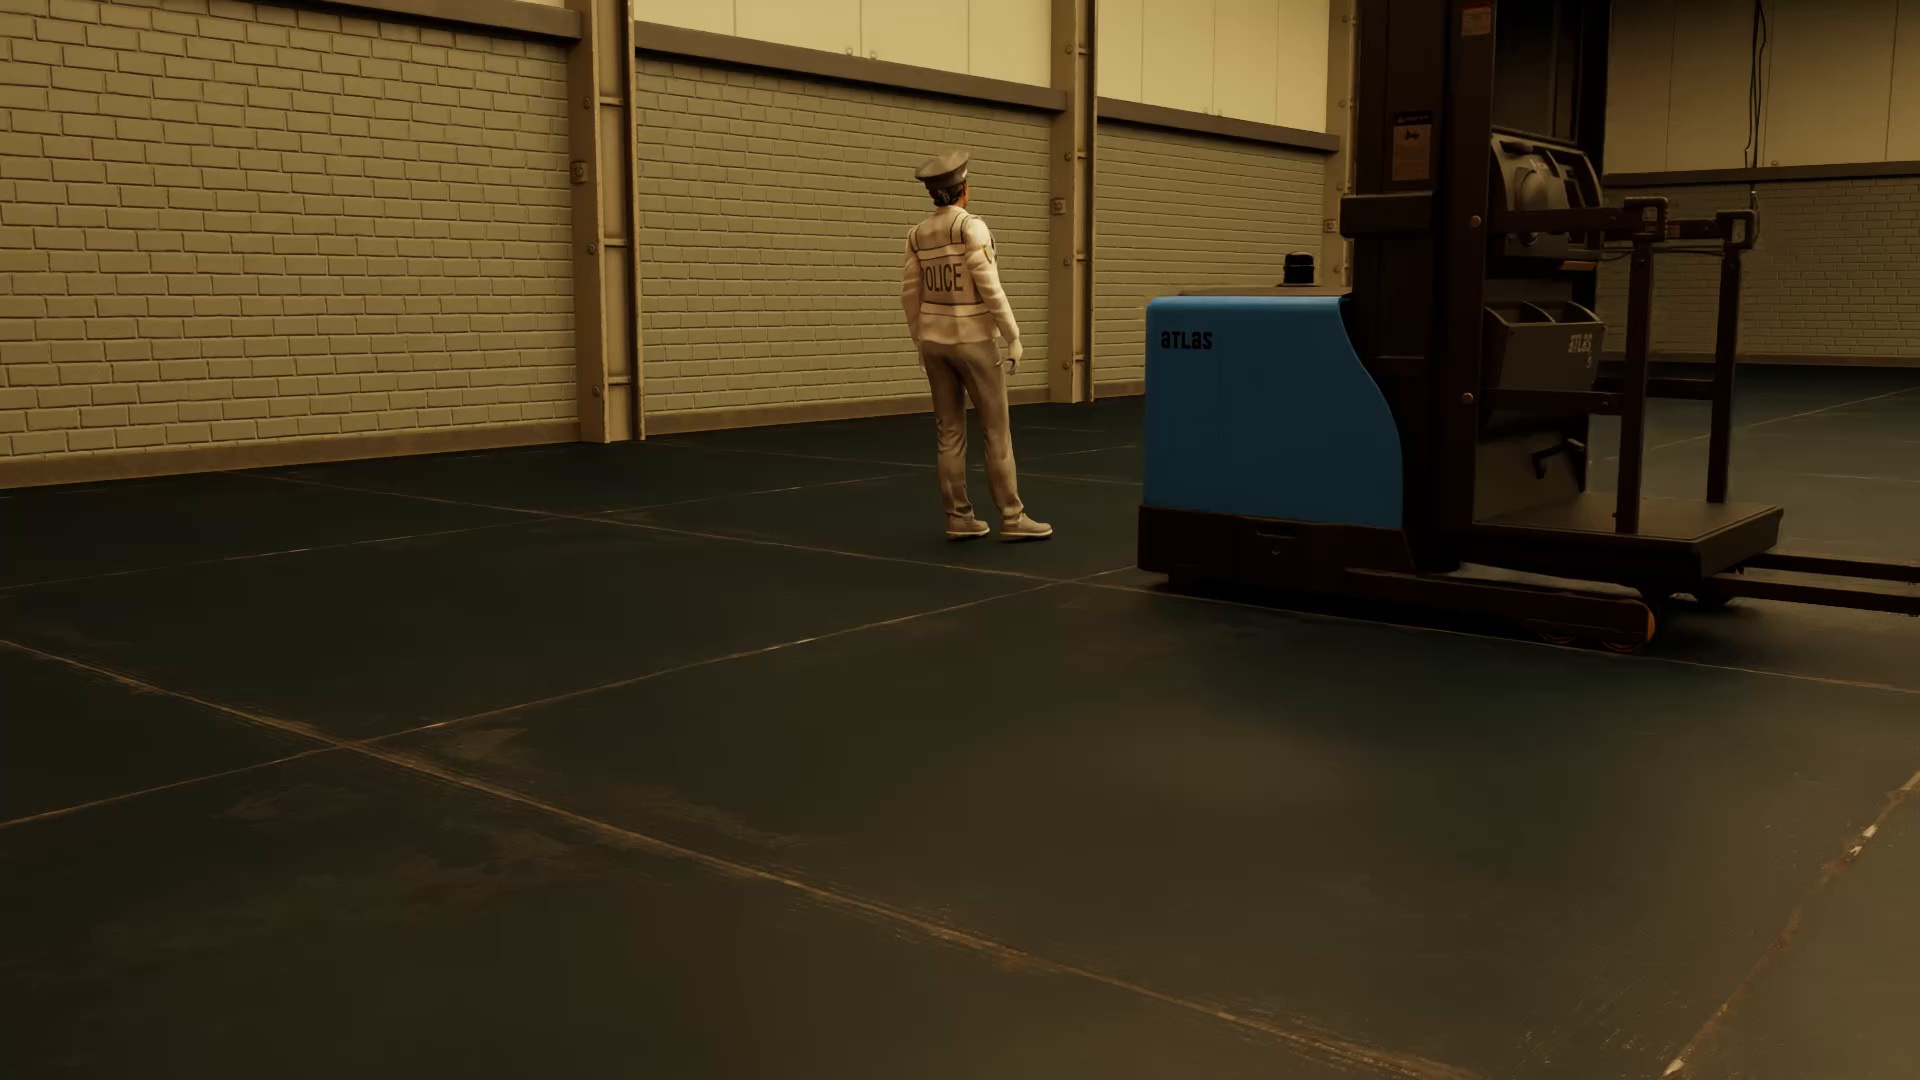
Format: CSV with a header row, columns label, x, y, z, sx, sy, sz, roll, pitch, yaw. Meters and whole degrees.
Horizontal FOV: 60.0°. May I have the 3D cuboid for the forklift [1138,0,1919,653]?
label,x,y,z,sx,sy,sz,roll,pitch,yaw
forklift,2.128,-1.193,5.438,3.031,2.935,1.130,7,11,38

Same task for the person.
label,x,y,z,sx,sy,sz,roll,pitch,yaw
person,0.048,-0.852,7.330,0.588,1.695,0.531,7,11,38
